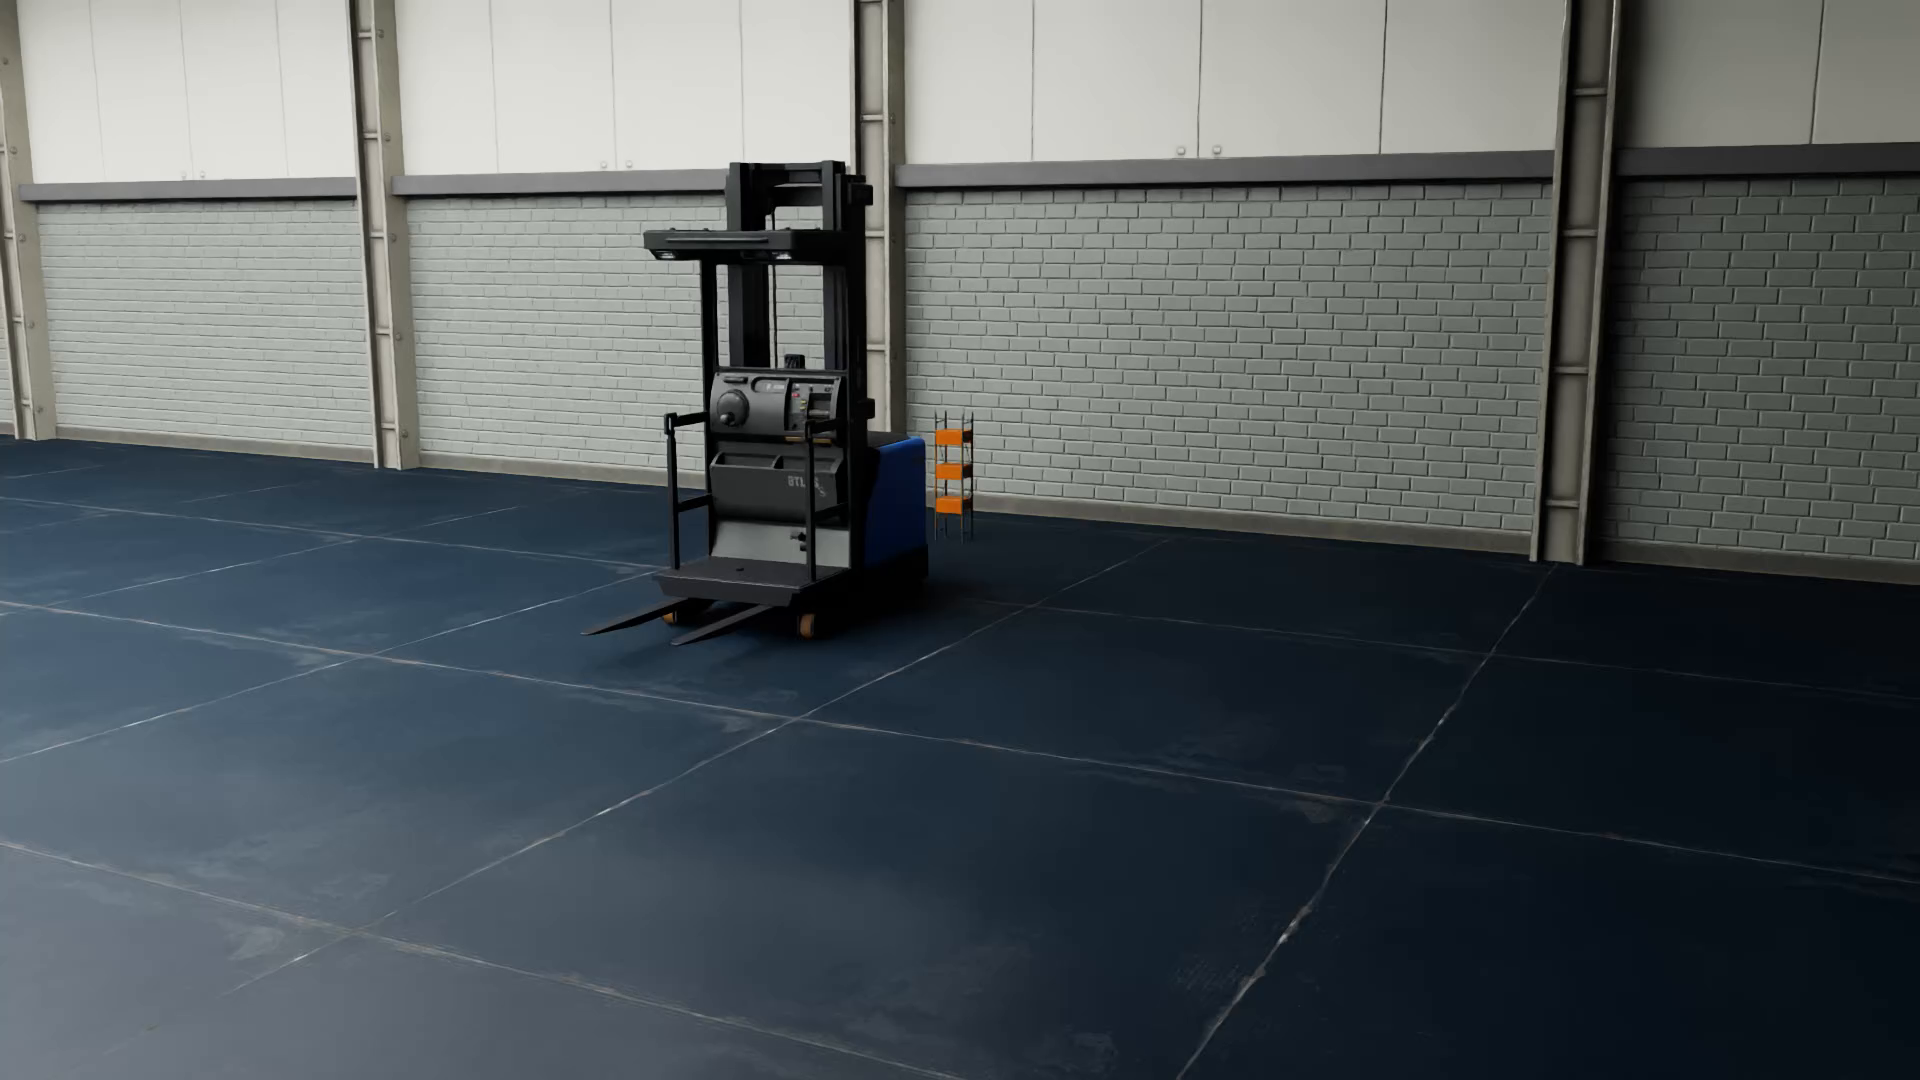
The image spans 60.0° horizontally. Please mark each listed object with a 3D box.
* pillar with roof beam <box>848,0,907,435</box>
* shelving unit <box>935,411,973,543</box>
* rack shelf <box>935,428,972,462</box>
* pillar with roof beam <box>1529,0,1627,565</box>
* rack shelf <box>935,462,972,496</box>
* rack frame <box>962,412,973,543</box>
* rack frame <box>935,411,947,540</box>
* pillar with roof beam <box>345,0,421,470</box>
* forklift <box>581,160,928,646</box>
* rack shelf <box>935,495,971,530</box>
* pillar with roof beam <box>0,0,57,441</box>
[{"bbox_3d":[-2.644,-4.061,10.898,0.400,9.000,9.100,5,11,26],"label":"pillar with roof beam"},{"bbox_3d":[-0.048,-0.521,13.660,0.252,1.050,0.215,5,11,26],"label":"shelving unit"},{"bbox_3d":[-0.048,-0.790,13.611,0.240,0.259,0.215,5,11,26],"label":"rack shelf"},{"bbox_3d":[2.736,-3.588,8.286,0.400,9.000,9.100,5,11,26],"label":"pillar with roof beam"},{"bbox_3d":[-0.048,-0.510,13.662,0.240,0.259,0.215,5,11,26],"label":"rack shelf"},{"bbox_3d":[0.061,-0.511,13.607,0.008,1.050,0.200,5,11,26],"label":"rack frame"},{"bbox_3d":[-0.157,-0.530,13.713,0.008,1.050,0.200,5,11,26],"label":"rack frame"},{"bbox_3d":[-8.025,-4.533,13.510,0.400,9.000,9.100,5,11,26],"label":"pillar with roof beam"},{"bbox_3d":[-1.273,-0.912,10.539,1.130,2.935,3.031,4,11,23],"label":"forklift"},{"bbox_3d":[-0.048,-0.237,13.711,0.240,0.259,0.215,5,11,26],"label":"rack shelf"},{"bbox_3d":[-13.406,-5.006,16.123,0.400,9.000,9.100,5,11,26],"label":"pillar with roof beam"}]
